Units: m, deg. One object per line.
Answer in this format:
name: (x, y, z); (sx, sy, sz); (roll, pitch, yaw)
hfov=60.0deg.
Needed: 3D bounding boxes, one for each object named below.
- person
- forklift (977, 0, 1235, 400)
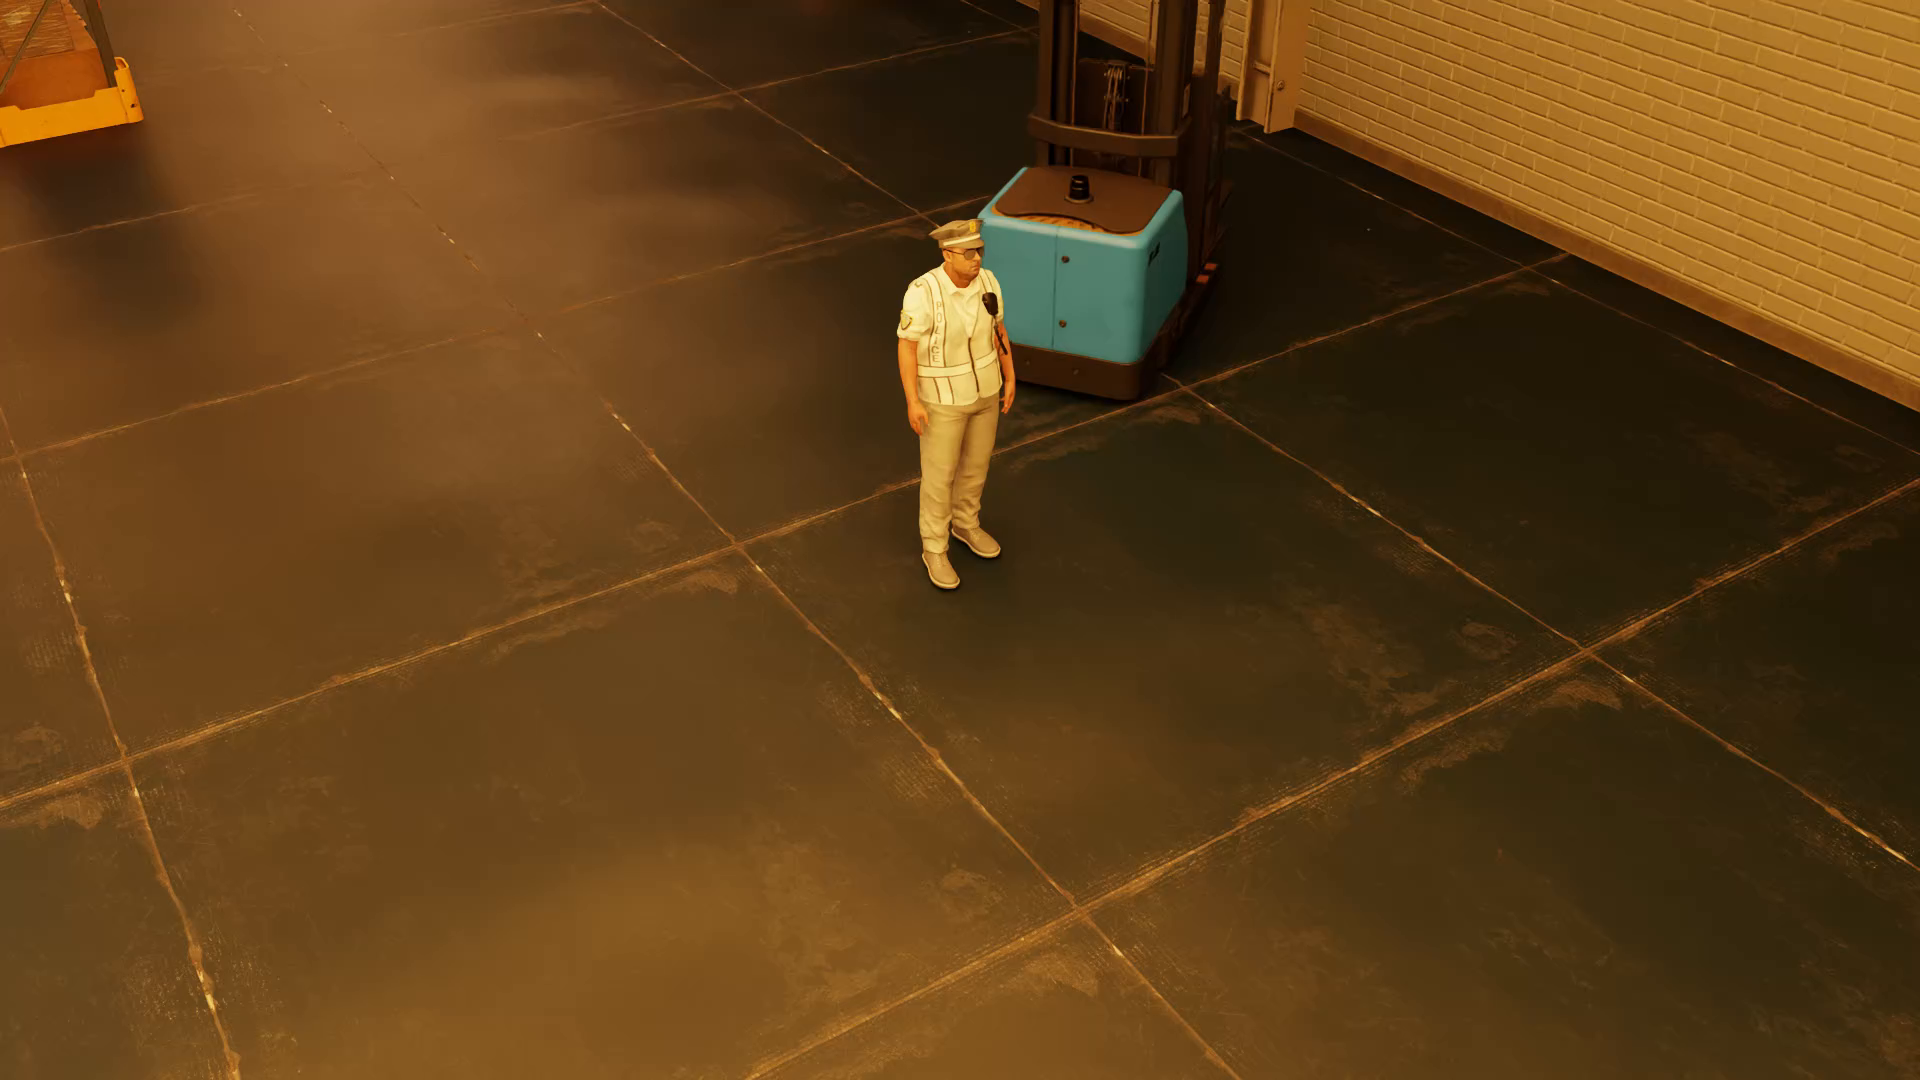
person: (0.033, -0.695, 8.121); (0.641, 1.781, 0.574); (-21, 40, -27)
forklift: (1.100, -2.859, 10.216); (1.130, 2.935, 3.031); (13, 37, 18)
